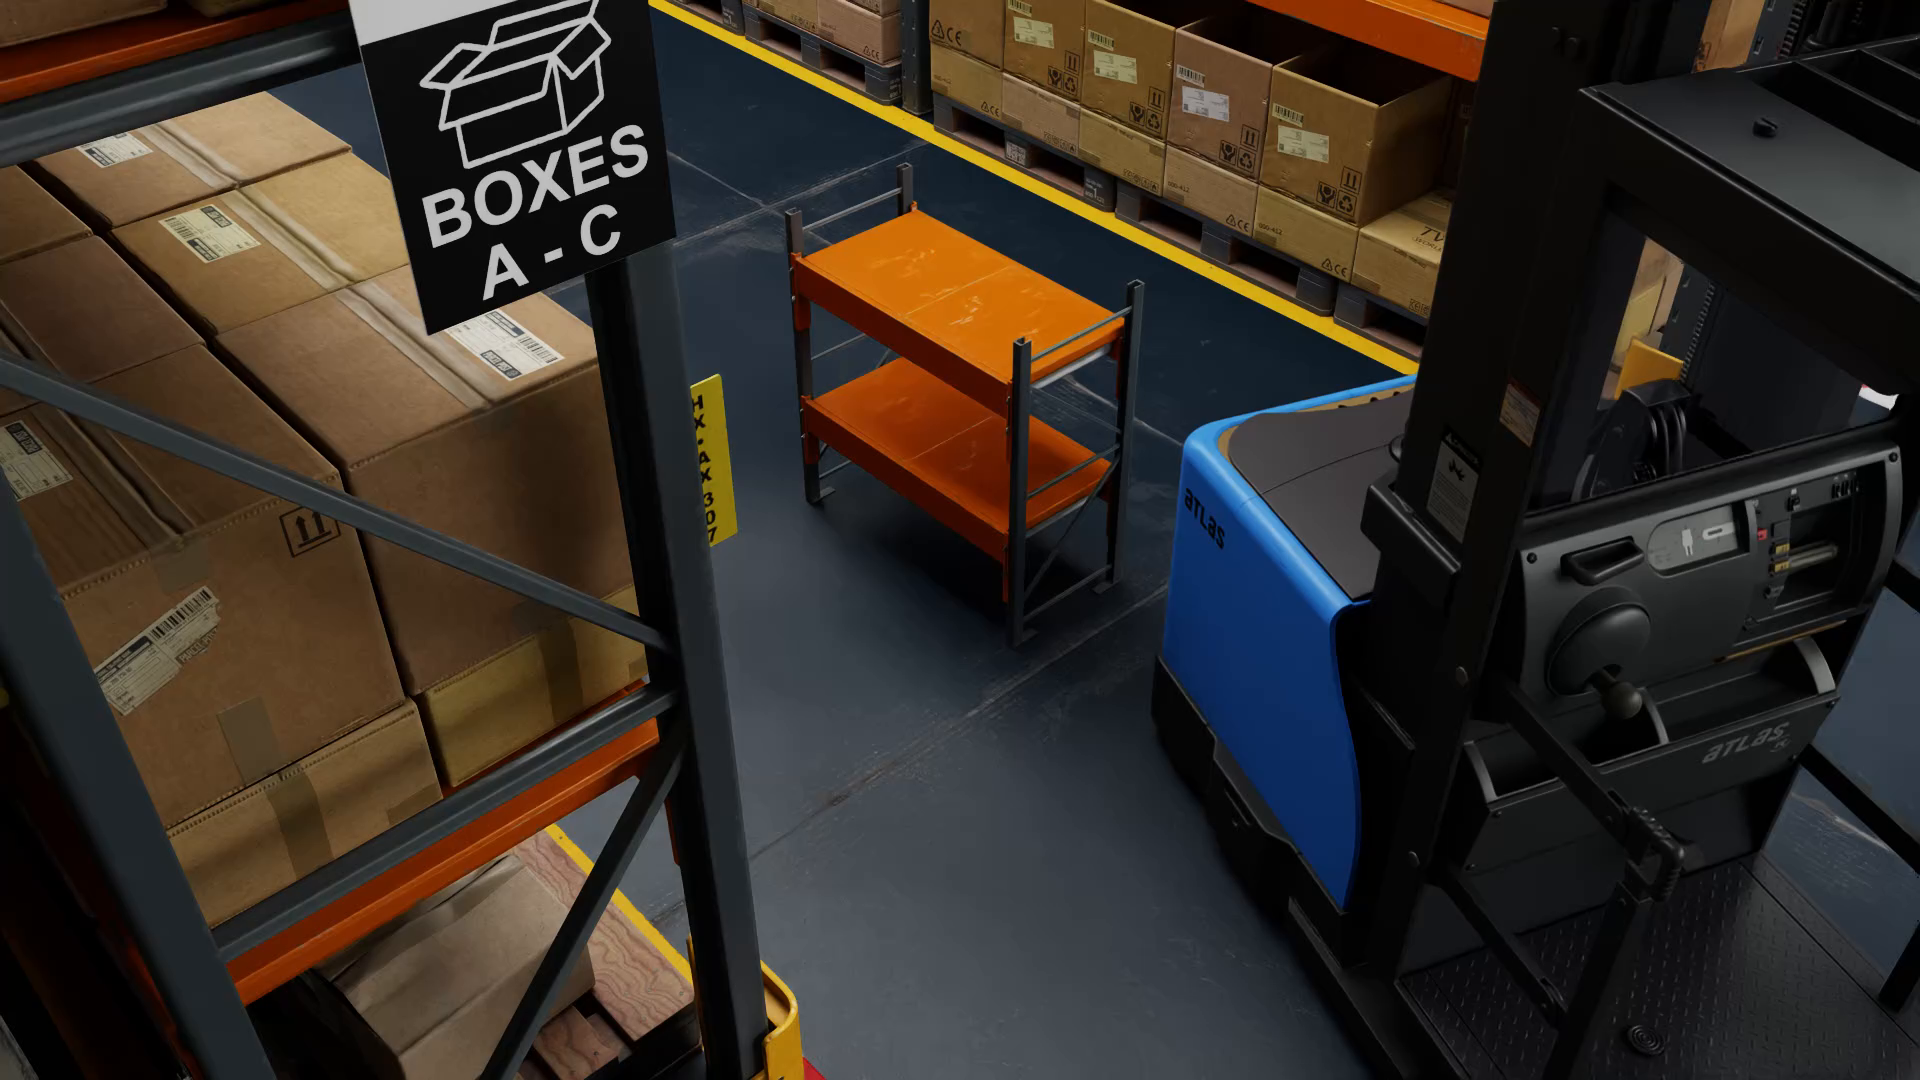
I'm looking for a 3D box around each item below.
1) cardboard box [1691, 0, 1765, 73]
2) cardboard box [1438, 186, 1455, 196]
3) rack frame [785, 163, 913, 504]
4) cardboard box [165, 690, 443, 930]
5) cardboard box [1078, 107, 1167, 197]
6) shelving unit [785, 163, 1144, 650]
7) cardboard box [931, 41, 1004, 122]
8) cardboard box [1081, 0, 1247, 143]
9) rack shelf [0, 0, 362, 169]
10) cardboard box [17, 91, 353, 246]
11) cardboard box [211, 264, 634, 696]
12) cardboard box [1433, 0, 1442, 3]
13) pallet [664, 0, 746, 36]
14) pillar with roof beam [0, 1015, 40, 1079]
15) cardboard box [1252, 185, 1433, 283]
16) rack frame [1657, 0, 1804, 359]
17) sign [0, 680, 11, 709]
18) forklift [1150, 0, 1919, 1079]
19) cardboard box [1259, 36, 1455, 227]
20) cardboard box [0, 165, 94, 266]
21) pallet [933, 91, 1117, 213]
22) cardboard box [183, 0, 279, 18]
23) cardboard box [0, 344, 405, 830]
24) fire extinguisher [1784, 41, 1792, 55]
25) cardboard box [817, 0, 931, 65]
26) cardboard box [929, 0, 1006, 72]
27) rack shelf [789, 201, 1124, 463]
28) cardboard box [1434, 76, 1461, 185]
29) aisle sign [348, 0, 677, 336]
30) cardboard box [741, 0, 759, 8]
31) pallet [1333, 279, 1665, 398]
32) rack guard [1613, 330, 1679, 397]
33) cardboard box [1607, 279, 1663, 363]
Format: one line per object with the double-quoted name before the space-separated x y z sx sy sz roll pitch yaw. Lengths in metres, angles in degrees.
"cardboard box" 2.518 -1.919 5.583 0.700 0.500 0.500 -30 48 -32
"cardboard box" 2.285 -1.325 6.781 0.500 0.250 0.500 -30 48 -32
"rack frame" -0.348 -0.676 5.616 0.500 1.125 0.032 -30 48 -32
"cardboard box" -1.281 0.365 2.939 0.500 0.250 0.500 -29 47 -31
"cardboard box" 0.878 -1.793 7.361 0.500 0.250 0.500 -30 48 -32
"shelving unit" -0.005 -0.441 5.325 0.538 1.125 1.048 -30 48 -32
"cardboard box" 0.210 -2.260 7.939 0.500 0.250 0.500 -30 48 -32
"cardboard box" 0.879 -2.085 7.126 0.500 0.500 0.500 -30 48 -32
"rack shelf" -2.174 -1.364 3.161 1.077 0.370 4.000 -30 48 -32
"cardboard box" -1.595 -0.616 3.557 0.500 0.500 0.500 -32 49 -33
"cardboard box" -0.923 -0.142 2.969 0.500 0.500 0.500 -30 48 -32
"cardboard box" 1.828 -2.392 6.169 0.700 0.500 0.500 -30 47 -31
"pallet" -1.237 -3.314 9.610 1.003 0.211 1.213 -30 48 -32
"pillar with roof beam" 1.239 -3.671 3.058 9.100 9.000 0.400 -30 48 -32
"cardboard box" 1.558 -1.332 6.790 0.500 0.250 0.500 -30 48 -32
"rack frame" 2.825 -1.659 5.340 1.000 3.000 0.127 -30 48 -32
"sign" -1.244 0.101 1.988 0.100 0.325 0.005 -30 48 -32
"forklift" 1.575 0.153 3.152 1.130 2.935 3.031 -14 41 -17
"cardboard box" 1.556 -1.622 6.553 0.500 0.500 0.500 -30 48 -32
"cardboard box" -1.983 -0.395 3.283 0.500 0.500 0.500 -31 48 -33
"pallet" 0.626 -2.039 8.031 1.003 0.211 1.213 -30 48 -32
"cardboard box" -0.864 -1.026 2.075 0.500 0.500 0.500 -29 47 -31
"cardboard box" -1.297 0.079 2.695 0.500 0.500 0.500 -31 48 -32
"fire extinguisher" 2.562 -1.376 5.053 0.296 0.674 0.183 -30 48 -32
"cardboard box" -0.375 -2.672 8.450 0.500 0.250 0.500 -30 48 -32
"cardboard box" 0.202 -2.548 7.698 0.500 0.500 0.500 -30 48 -32
"rack shelf" -0.005 -0.668 5.141 0.538 0.278 1.000 -30 48 -32
"cardboard box" 1.939 -1.843 6.826 0.500 0.500 0.500 -30 48 -32
"aisle sign" -0.552 -0.657 2.032 0.394 0.787 0.004 -30 48 -32
"cardboard box" -1.062 -3.144 9.033 0.500 0.250 0.500 -29 47 -31
"pallet" 2.277 -0.910 6.633 1.003 0.211 1.213 -30 48 -32
"rack guard" 2.841 -0.675 6.112 1.175 0.500 0.348 -30 48 -32
"cardboard box" 2.244 -0.875 6.224 0.500 0.250 0.500 -30 48 -32
